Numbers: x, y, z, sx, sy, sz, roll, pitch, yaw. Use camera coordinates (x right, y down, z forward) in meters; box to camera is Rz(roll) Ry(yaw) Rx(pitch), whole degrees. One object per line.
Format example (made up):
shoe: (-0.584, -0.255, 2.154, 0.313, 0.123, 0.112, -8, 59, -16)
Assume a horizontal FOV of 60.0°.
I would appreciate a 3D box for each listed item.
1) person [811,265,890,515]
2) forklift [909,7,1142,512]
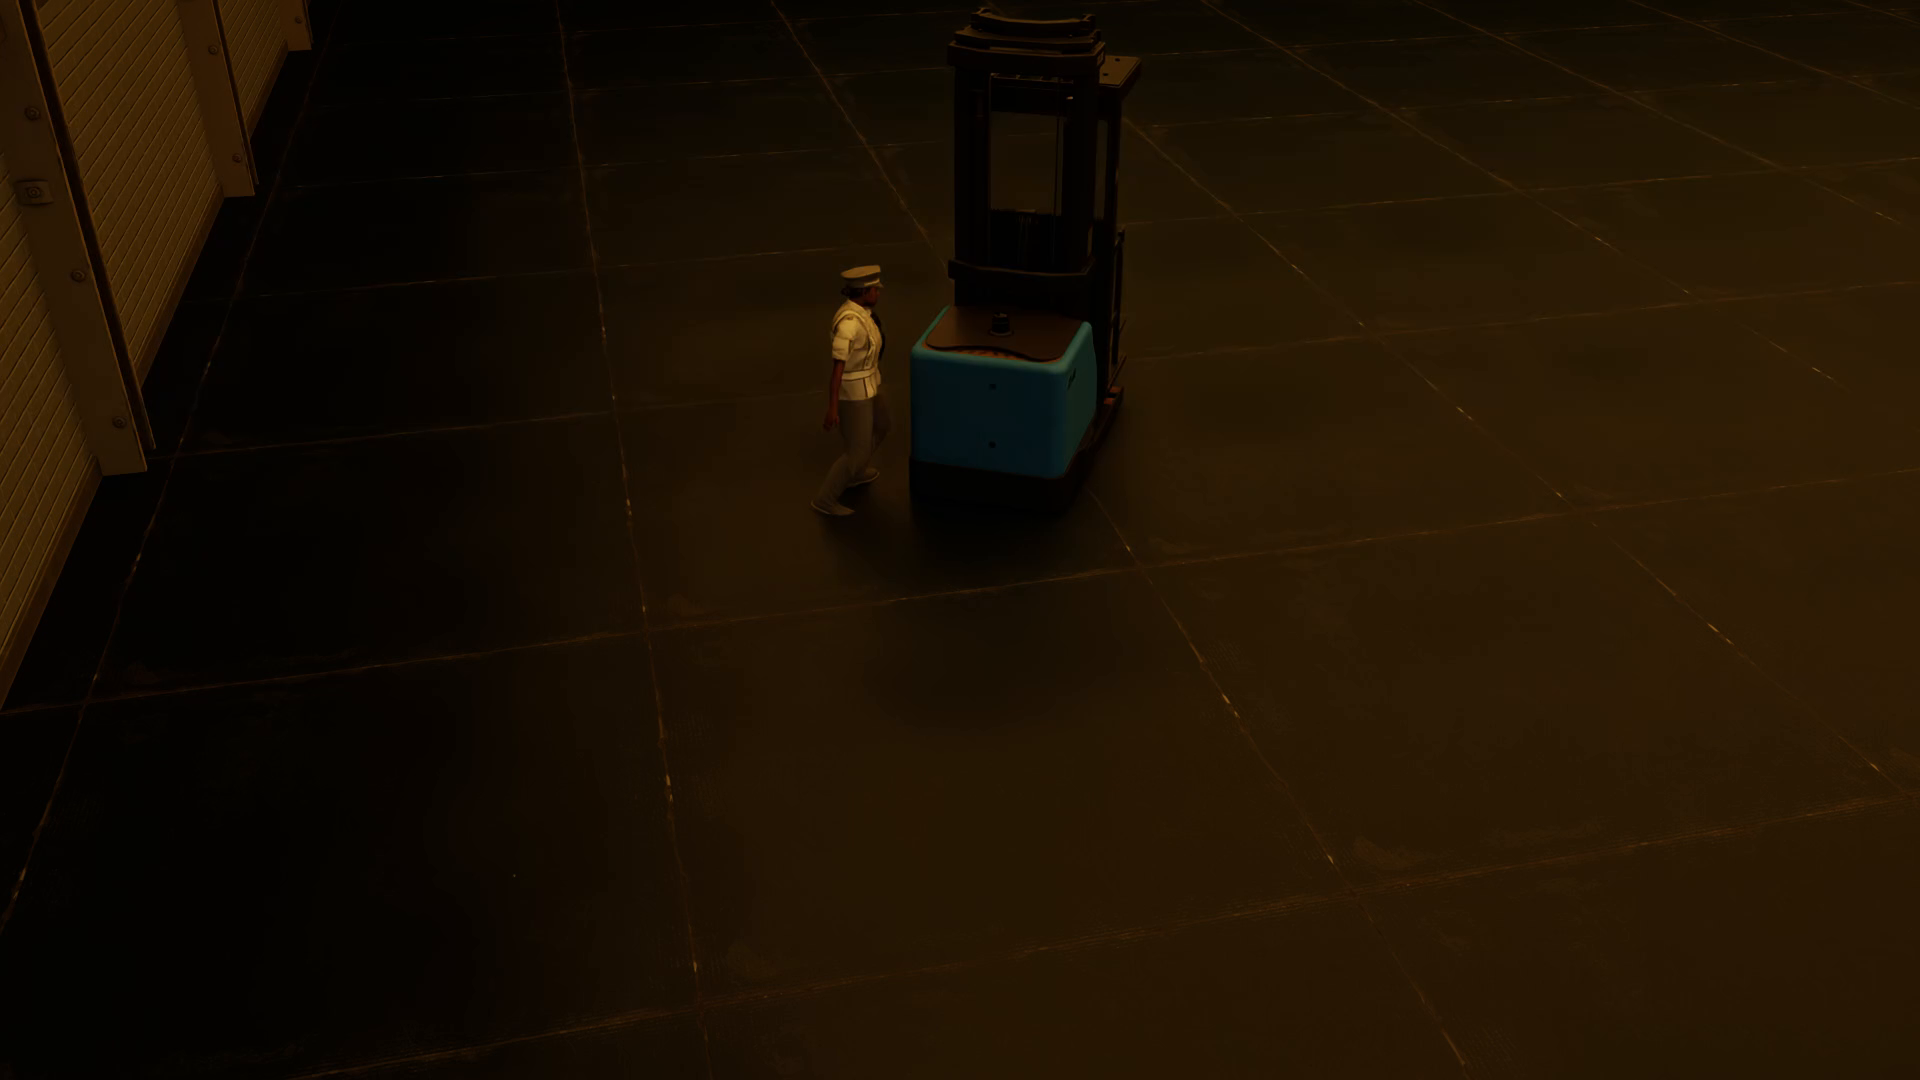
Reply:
person: (-0.718, -0.920, 10.553, 0.464, 1.640, 0.817, 4, 30, 7)
forklift: (0.567, -2.174, 11.330, 1.130, 2.935, 3.031, 8, 31, 14)
